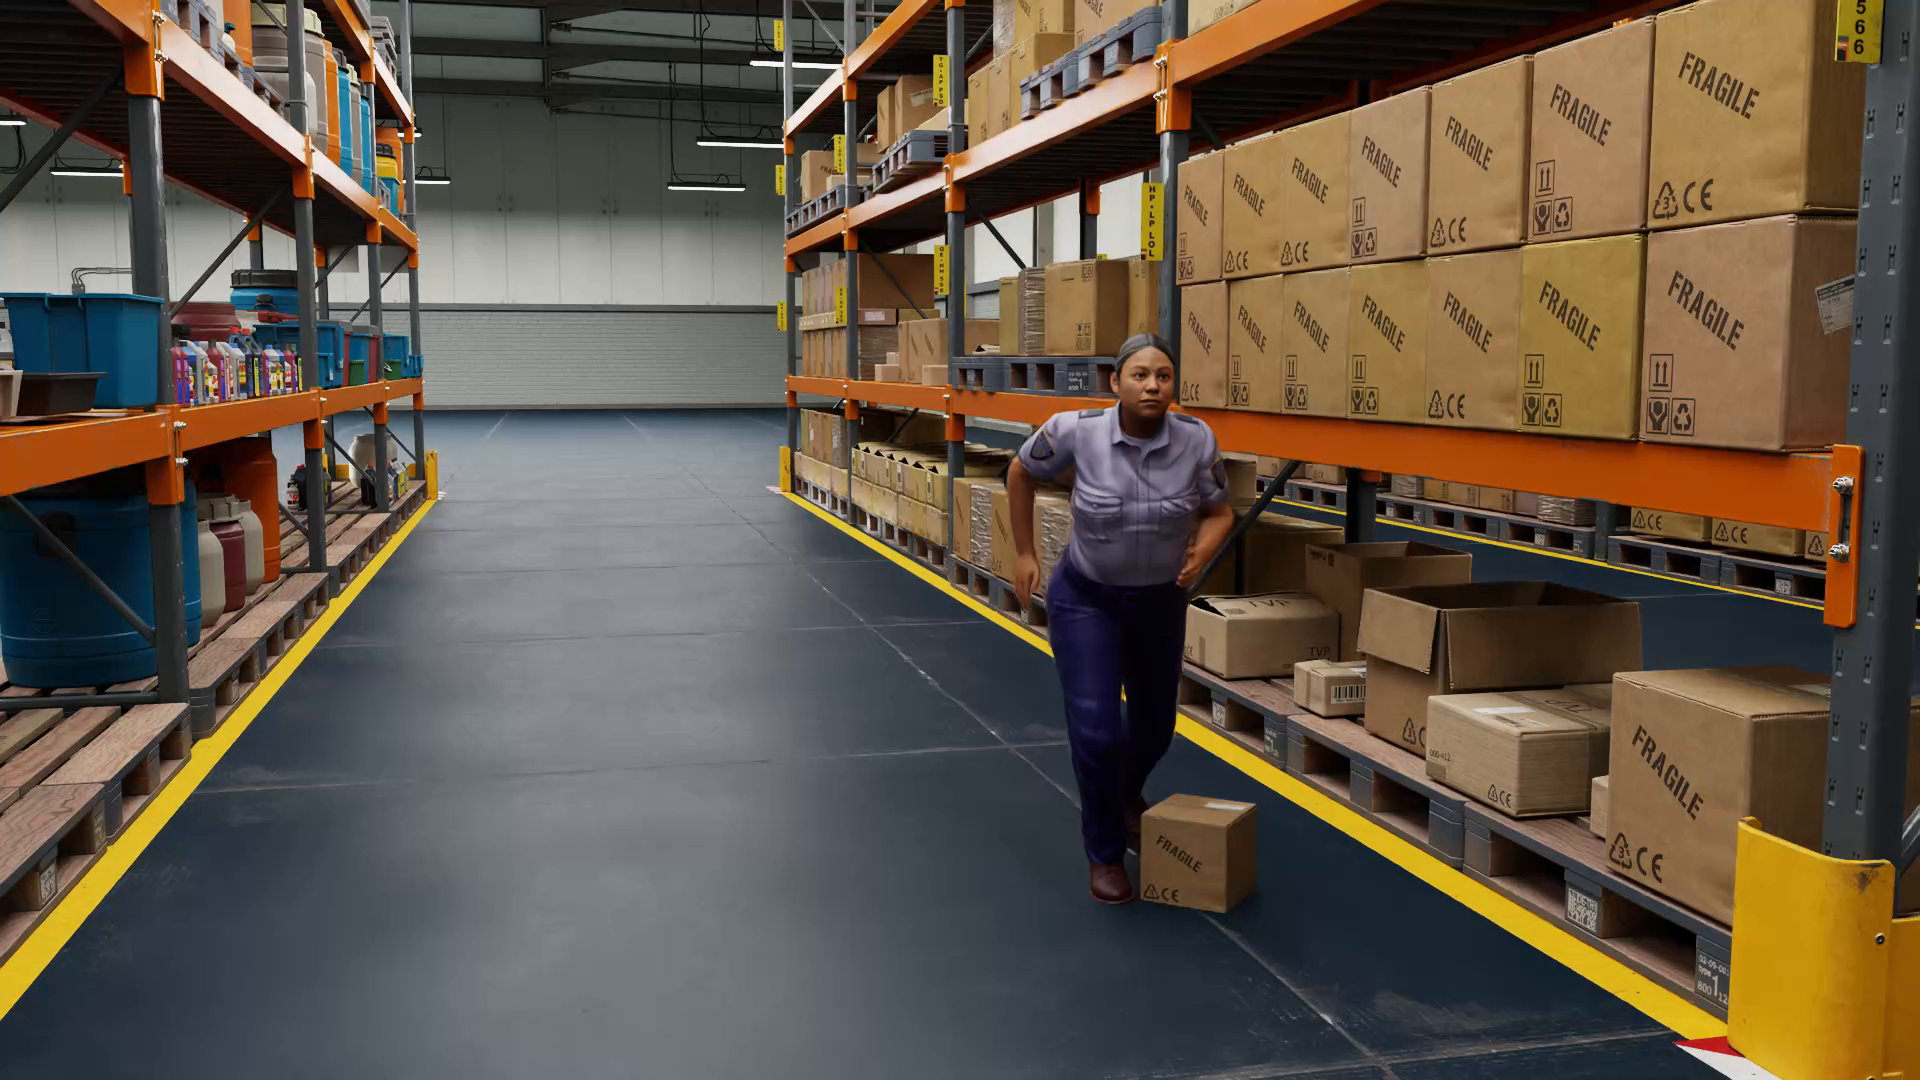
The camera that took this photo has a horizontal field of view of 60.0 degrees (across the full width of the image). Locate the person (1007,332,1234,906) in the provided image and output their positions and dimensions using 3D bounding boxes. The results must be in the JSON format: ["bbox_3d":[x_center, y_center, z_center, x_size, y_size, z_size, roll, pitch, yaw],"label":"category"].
[{"bbox_3d":[0.438,0.204,4.781,0.595,1.583,0.891,-1,6,-13],"label":"person"}]
